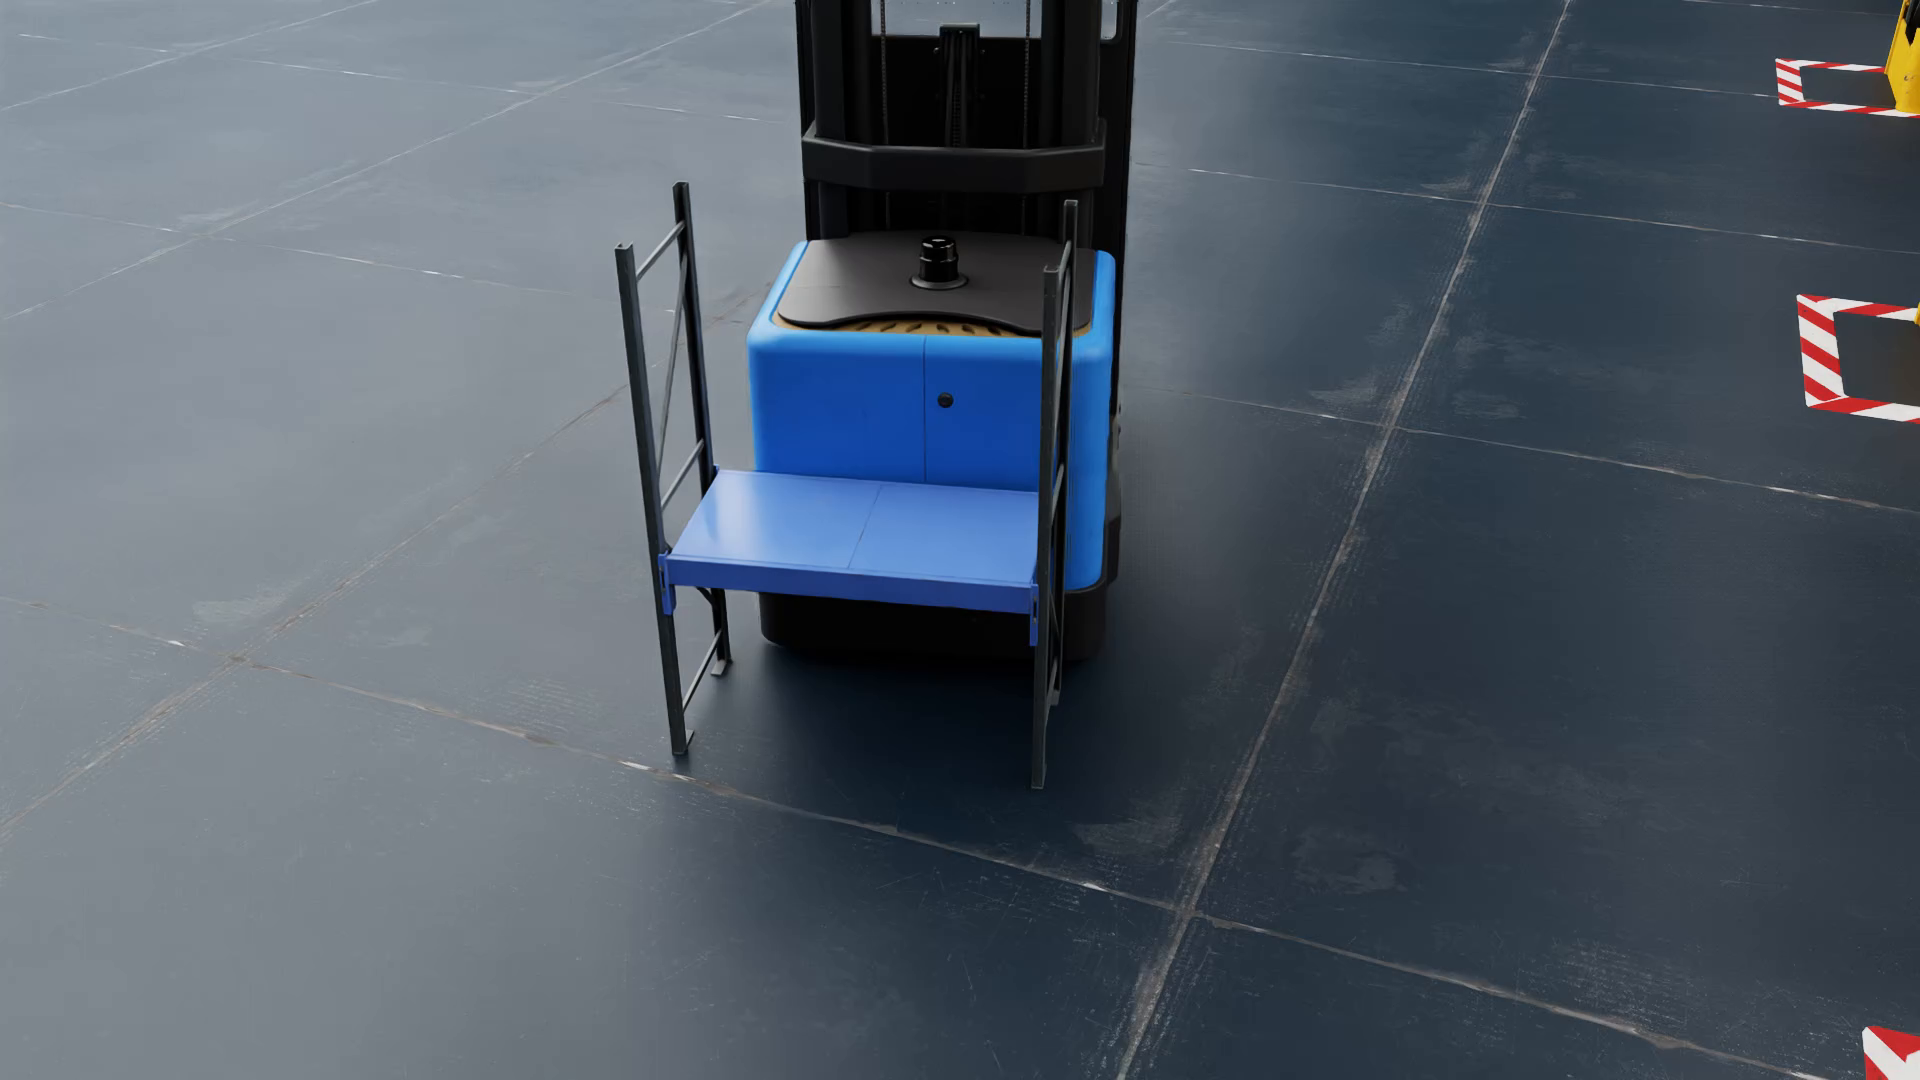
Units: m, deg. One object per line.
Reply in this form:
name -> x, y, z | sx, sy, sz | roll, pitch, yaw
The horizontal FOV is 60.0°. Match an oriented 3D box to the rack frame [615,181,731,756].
rack frame -> -0.758, -0.165, 4.508 | 0.032, 1.500, 0.500 | 4, 31, 8

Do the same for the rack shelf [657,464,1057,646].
rack shelf -> -0.256, 0.028, 4.531 | 1.000, 0.185, 0.538 | 4, 31, 8

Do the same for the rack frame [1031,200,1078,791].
rack frame -> 0.246, -0.088, 4.371 | 0.032, 1.500, 0.500 | 4, 31, 8

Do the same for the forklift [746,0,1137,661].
forklift -> 0.043, -1.613, 5.625 | 1.130, 2.935, 3.031 | 3, 30, 5

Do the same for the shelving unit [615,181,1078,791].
shelving unit -> -0.256, -0.127, 4.439 | 1.048, 1.500, 0.538 | 4, 31, 8

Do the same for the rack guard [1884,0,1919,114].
rack guard -> 6.328, -3.169, 10.849 | 0.348, 0.500, 1.175 | 11, 31, 19

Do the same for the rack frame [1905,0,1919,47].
rack frame -> 6.258, -4.272, 10.259 | 0.127, 3.000, 1.000 | 11, 31, 19

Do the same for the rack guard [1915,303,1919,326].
rack guard -> 4.277, -0.945, 6.914 | 0.348, 0.500, 1.175 | 11, 31, 19
